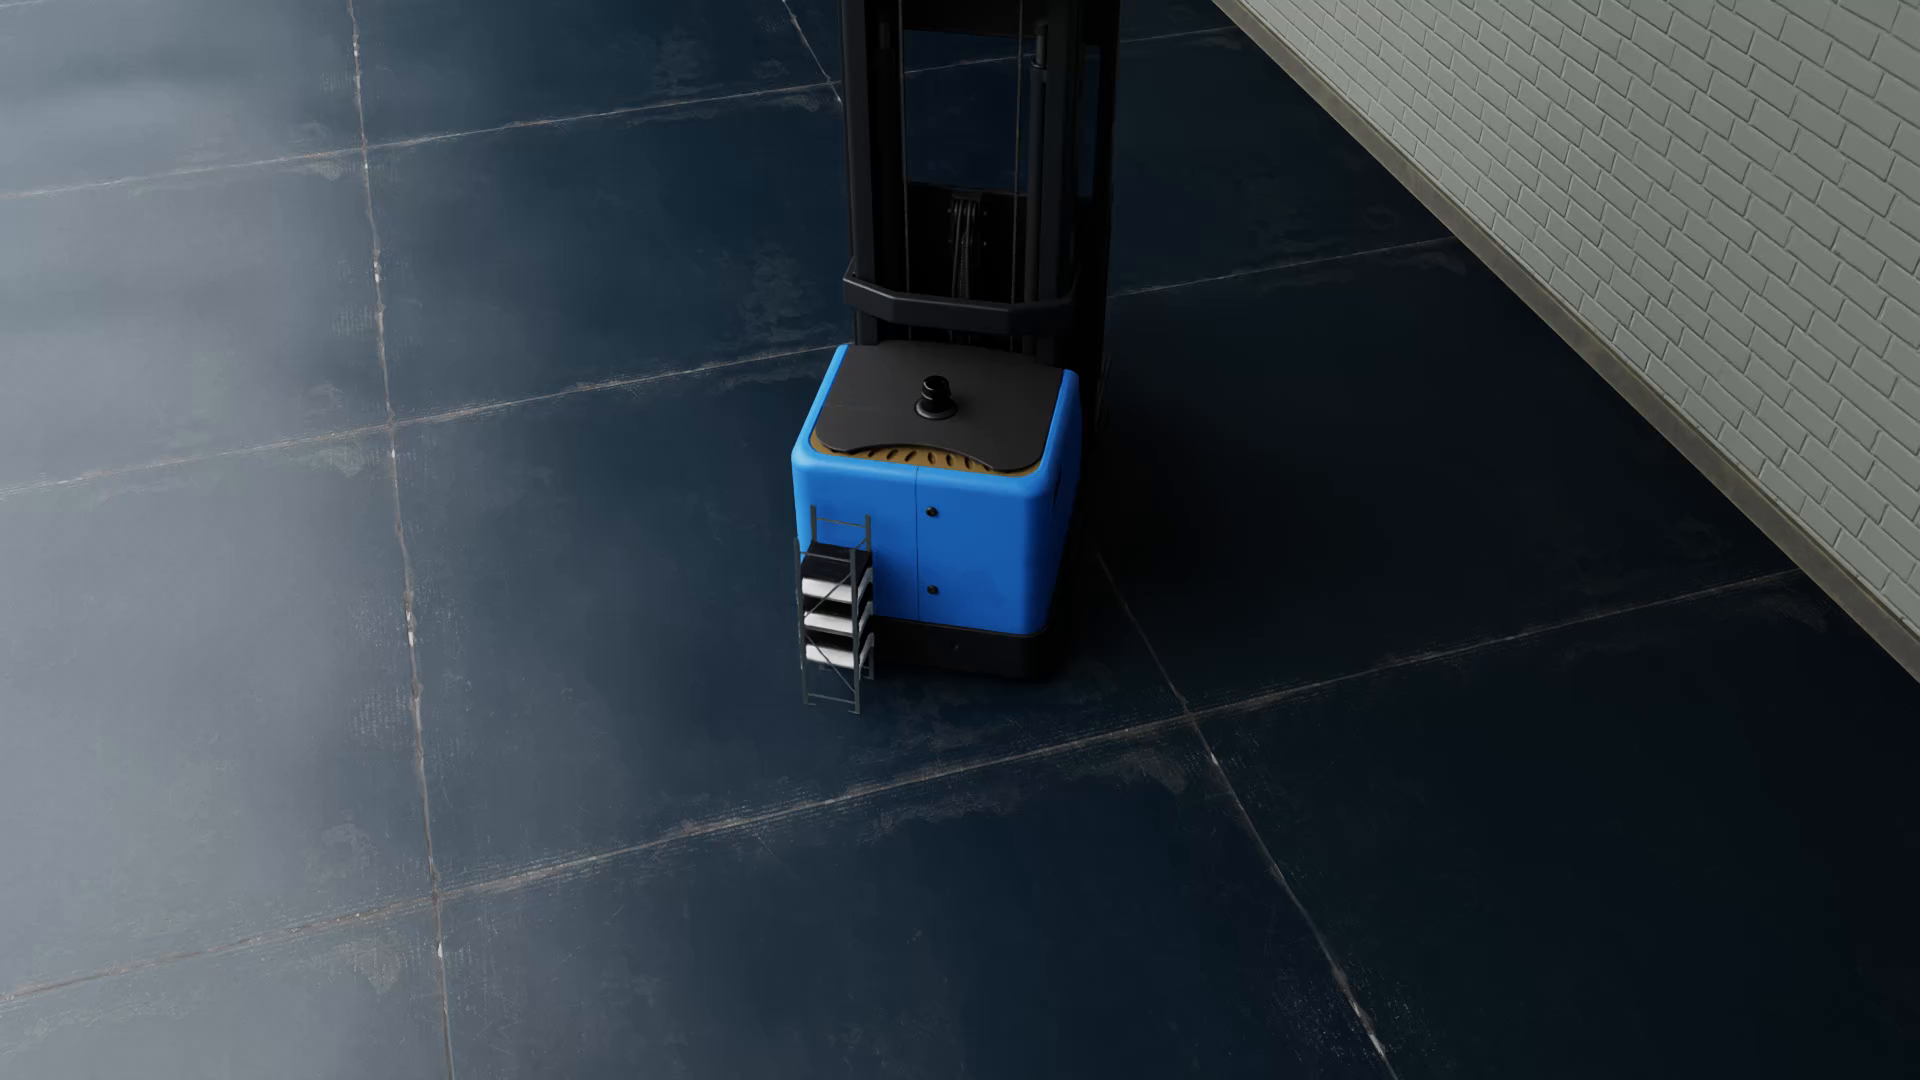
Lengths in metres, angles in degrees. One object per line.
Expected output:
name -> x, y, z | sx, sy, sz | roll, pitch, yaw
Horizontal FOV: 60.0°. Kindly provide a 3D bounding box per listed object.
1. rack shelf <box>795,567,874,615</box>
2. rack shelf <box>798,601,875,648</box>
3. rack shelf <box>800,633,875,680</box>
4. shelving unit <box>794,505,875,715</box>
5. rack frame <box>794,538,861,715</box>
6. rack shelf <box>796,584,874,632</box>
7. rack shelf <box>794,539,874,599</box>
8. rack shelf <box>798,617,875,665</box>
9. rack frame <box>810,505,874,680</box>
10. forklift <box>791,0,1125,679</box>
rack shelf -> -0.488, 0.179, 6.484 | 0.258, 0.077, 0.200 | 10, 42, 10
rack shelf -> -0.491, 0.314, 6.603 | 0.258, 0.077, 0.200 | 10, 42, 10
rack shelf -> -0.494, 0.449, 6.722 | 0.258, 0.077, 0.200 | 10, 42, 10
shelving unit -> -0.490, 0.289, 6.581 | 0.258, 0.900, 0.210 | 10, 42, 10
rack frame -> -0.514, 0.354, 6.507 | 0.240, 0.900, 0.006 | 10, 42, 10
rack shelf -> -0.489, 0.246, 6.544 | 0.258, 0.077, 0.200 | 10, 42, 10
rack shelf -> -0.486, 0.111, 6.424 | 0.258, 0.077, 0.200 | 10, 42, 10
rack shelf -> -0.493, 0.381, 6.663 | 0.258, 0.077, 0.200 | 10, 42, 10
rack frame -> -0.466, 0.224, 6.655 | 0.240, 0.900, 0.006 | 10, 42, 10
forklift -> 0.120, -1.510, 7.100 | 1.130, 2.935, 3.031 | 7, 42, 8
